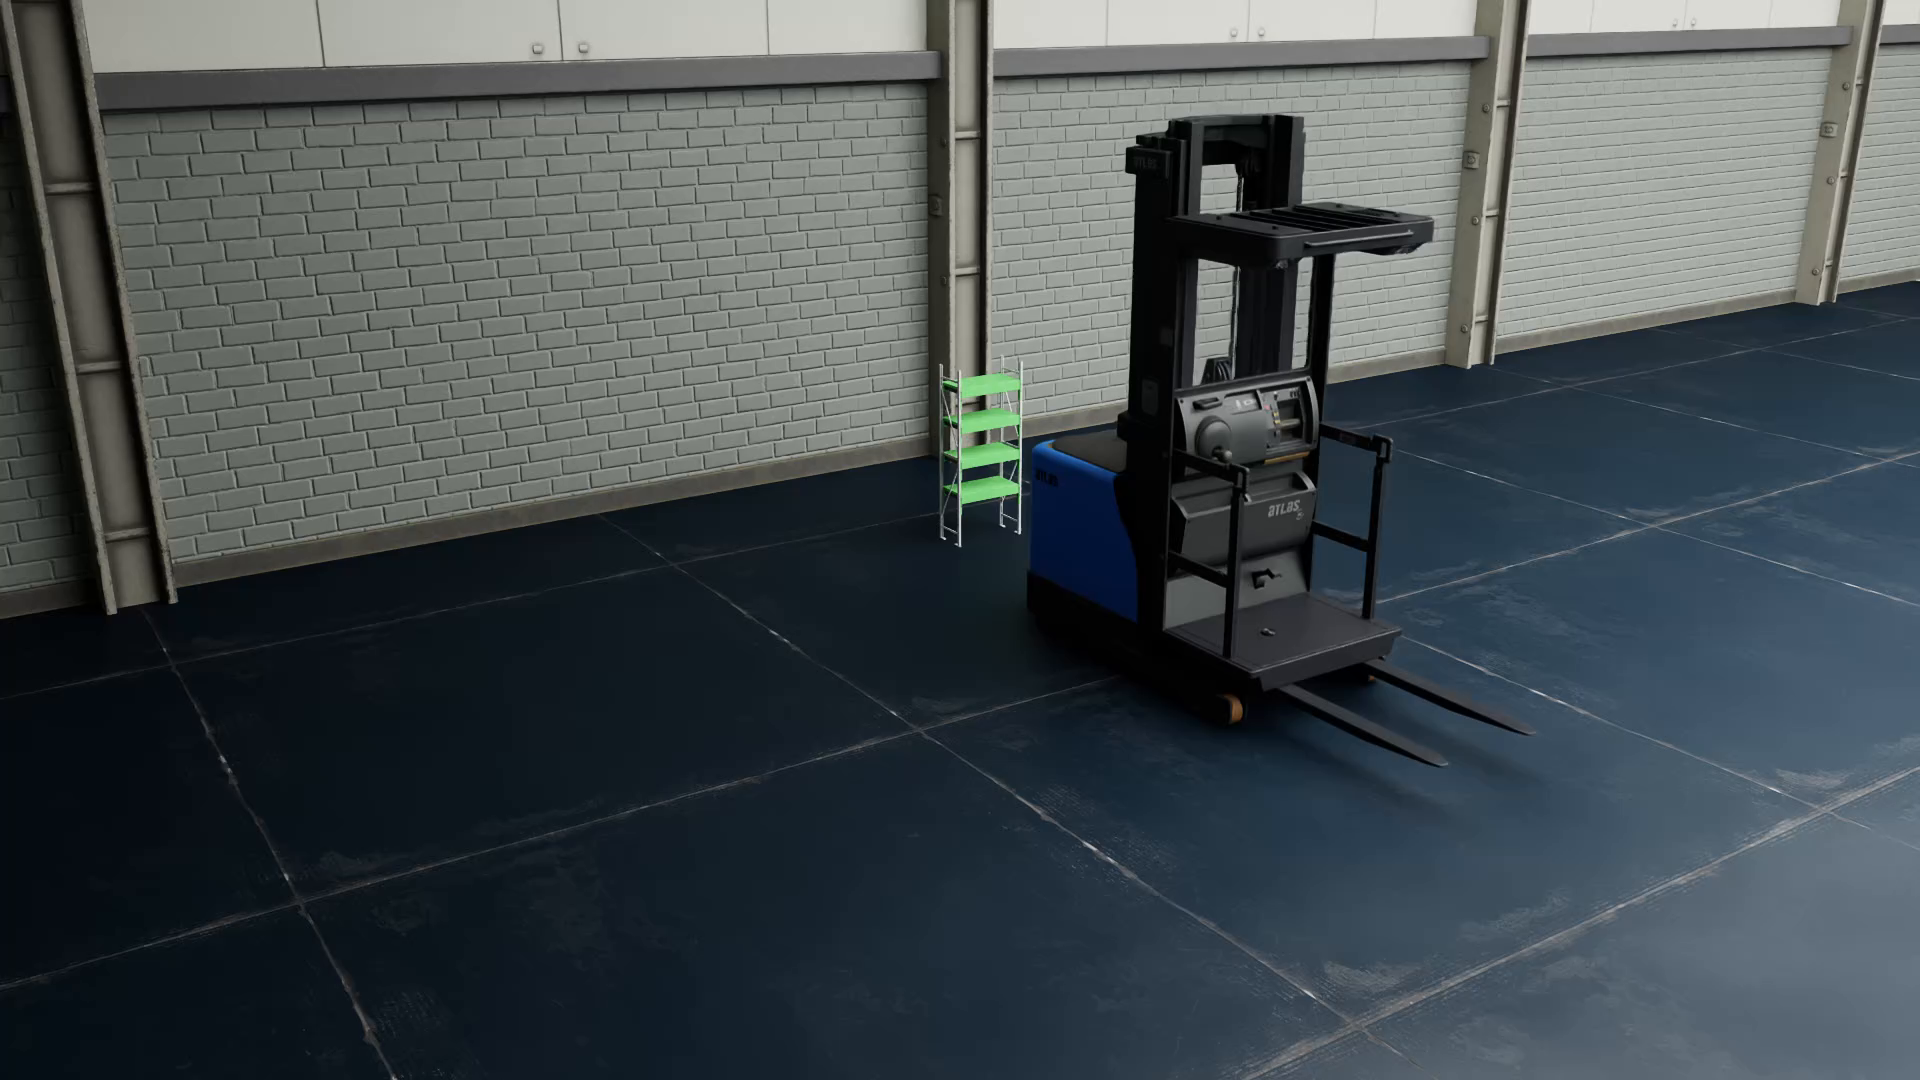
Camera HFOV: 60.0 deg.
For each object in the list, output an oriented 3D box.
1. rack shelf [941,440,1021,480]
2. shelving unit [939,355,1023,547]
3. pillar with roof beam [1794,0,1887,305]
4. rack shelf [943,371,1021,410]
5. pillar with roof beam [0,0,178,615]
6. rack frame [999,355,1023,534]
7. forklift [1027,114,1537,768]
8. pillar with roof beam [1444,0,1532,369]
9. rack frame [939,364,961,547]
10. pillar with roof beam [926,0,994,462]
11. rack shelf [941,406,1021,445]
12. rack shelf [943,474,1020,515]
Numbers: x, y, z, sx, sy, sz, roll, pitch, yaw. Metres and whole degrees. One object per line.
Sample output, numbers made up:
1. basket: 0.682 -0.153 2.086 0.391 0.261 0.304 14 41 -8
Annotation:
1. rack shelf: 0.138 -0.537 11.159 0.480 0.148 0.258 -12 22 -31
2. shelving unit: 0.138 -0.598 11.139 0.503 1.200 0.258 -12 22 -31
3. pillar with roof beam: 12.390 -5.910 14.675 0.400 9.000 9.100 -12 22 -31
4. rack shelf: 0.138 -0.992 11.006 0.480 0.148 0.258 -12 22 -31
5. pillar with roof beam: -2.643 -2.739 5.297 0.400 9.000 9.100 -12 22 -31
6. rack frame: 0.342 -0.641 11.266 0.015 1.200 0.240 -12 22 -31
7. forklift: 1.623 -0.617 8.492 1.130 2.935 3.031 -12 22 -31
8. pillar with roof beam: 7.379 -4.853 11.549 0.400 9.000 9.100 -12 22 -31
9. rack frame: -0.066 -0.555 11.012 0.015 1.200 0.240 -12 22 -31
10. pillar with roof beam: 2.368 -3.796 8.423 0.400 9.000 9.100 -12 22 -31
11. rack shelf: 0.138 -0.764 11.082 0.480 0.148 0.258 -12 22 -31
12. rack shelf: 0.138 -0.310 11.236 0.480 0.148 0.258 -12 22 -31
